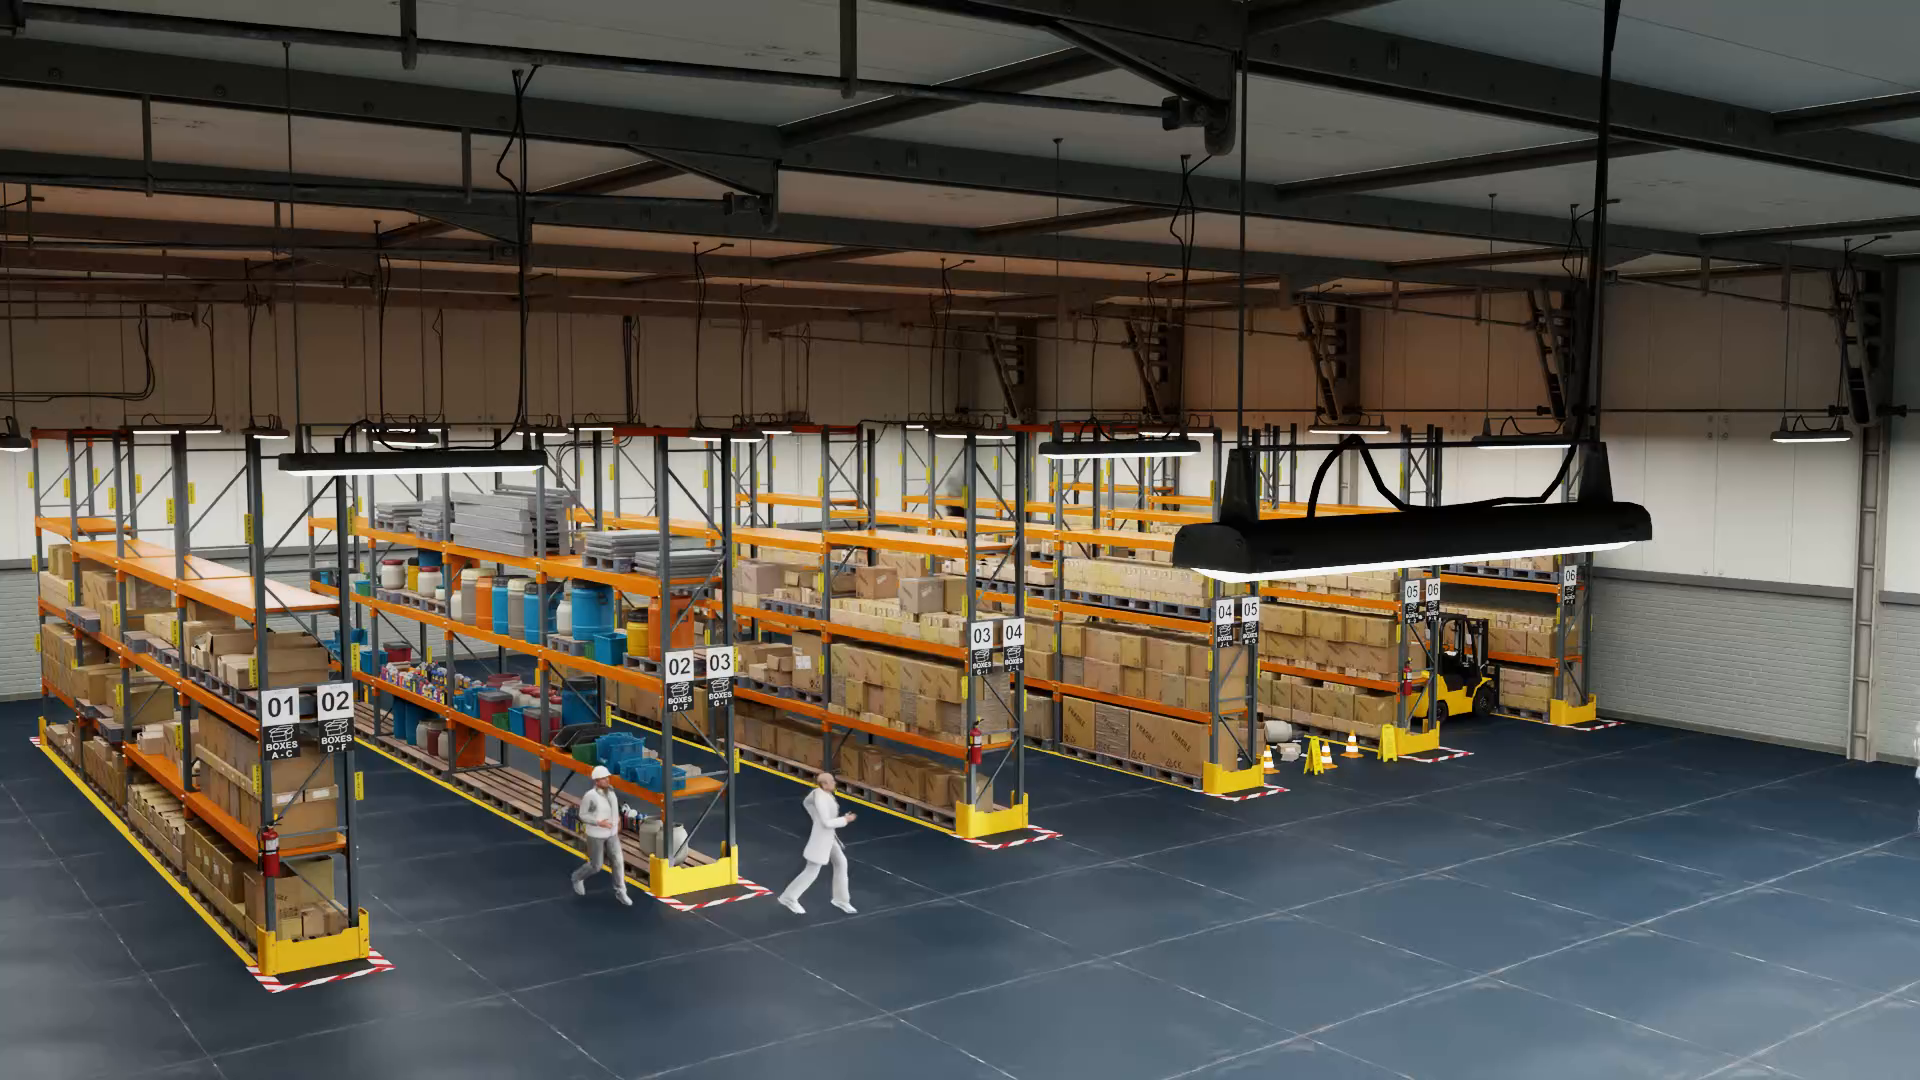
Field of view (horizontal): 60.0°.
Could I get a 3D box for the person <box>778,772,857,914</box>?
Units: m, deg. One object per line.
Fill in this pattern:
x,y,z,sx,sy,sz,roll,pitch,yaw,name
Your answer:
-1.779,3.810,20.821,0.989,1.833,0.729,0,4,-1,person

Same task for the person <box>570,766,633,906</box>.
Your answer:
-4.625,3.771,21.327,0.899,1.794,0.714,2,5,29,person

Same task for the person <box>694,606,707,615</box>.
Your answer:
-6.238,2.327,39.755,0.677,1.776,0.872,0,4,0,person
